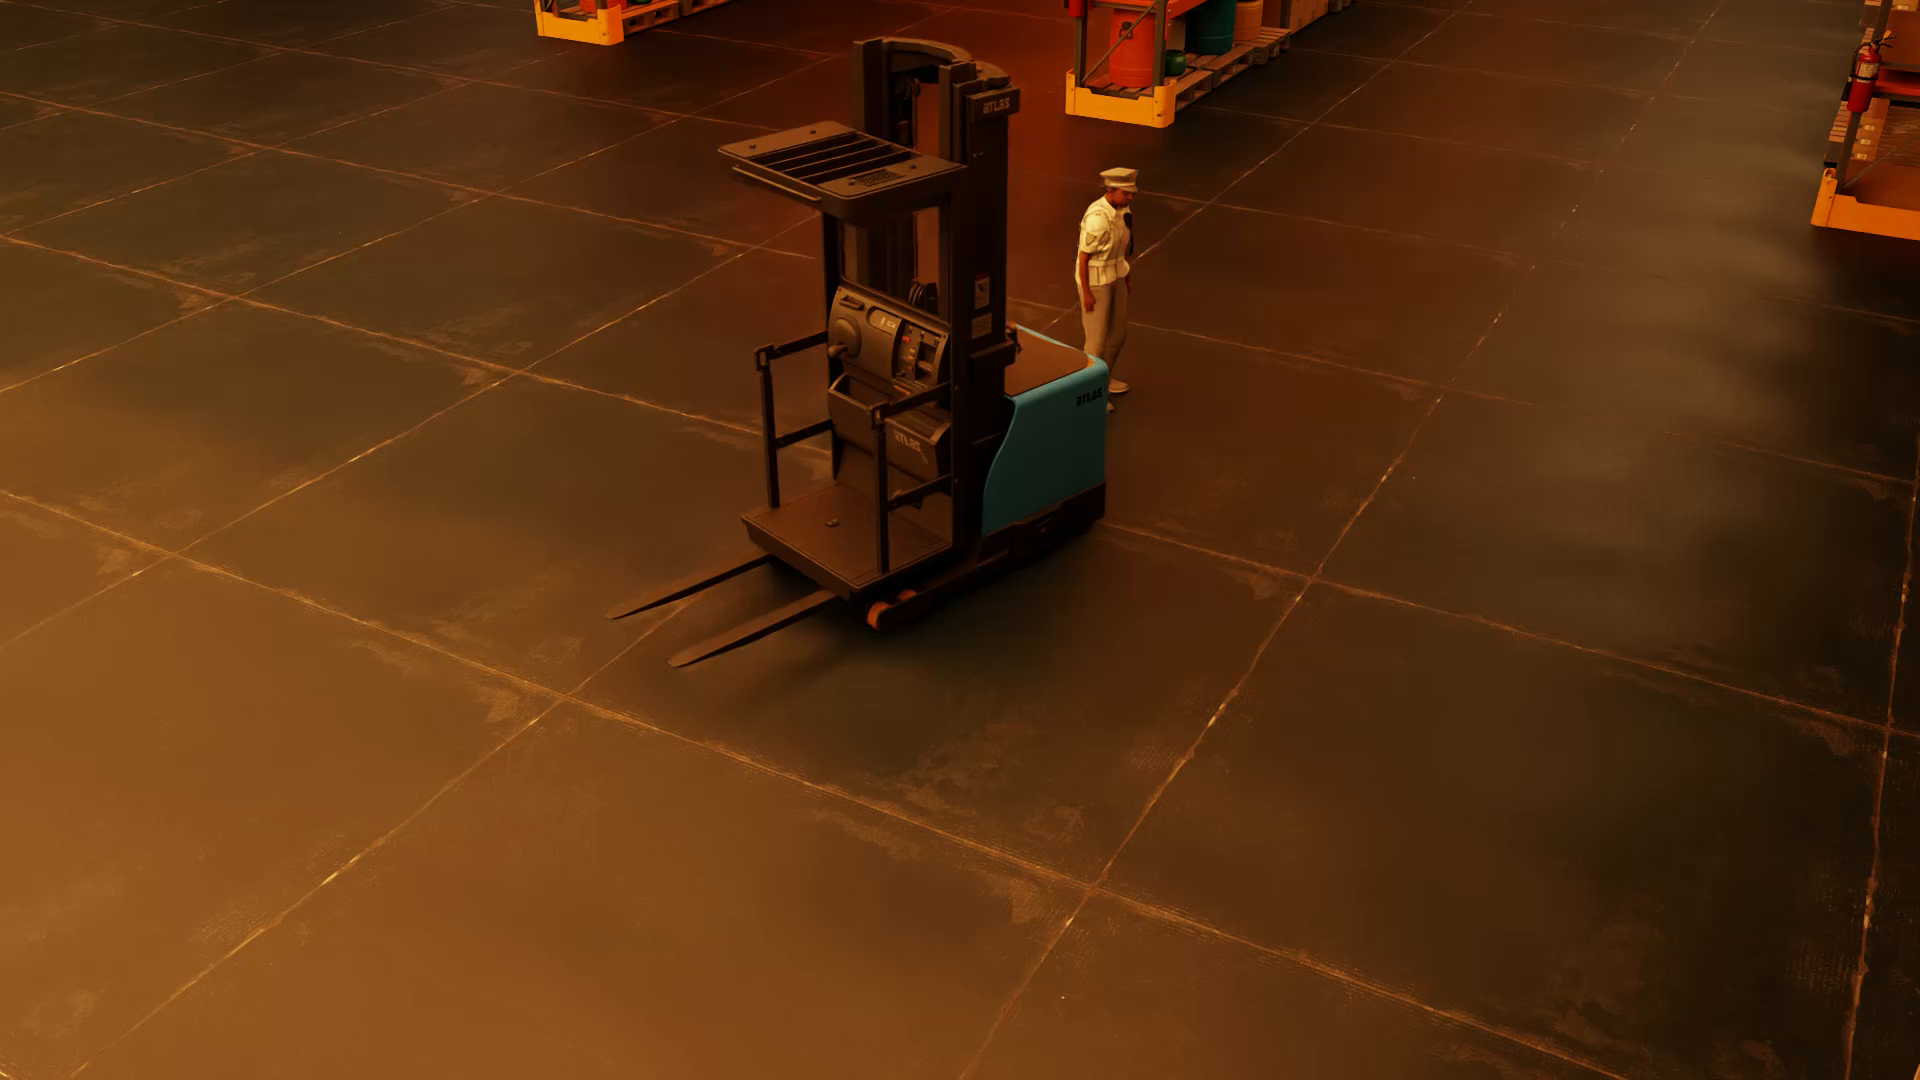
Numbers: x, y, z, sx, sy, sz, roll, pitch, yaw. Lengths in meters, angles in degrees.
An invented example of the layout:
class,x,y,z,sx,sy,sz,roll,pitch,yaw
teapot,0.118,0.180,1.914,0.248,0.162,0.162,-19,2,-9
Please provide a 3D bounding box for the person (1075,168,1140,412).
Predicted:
class,x,y,z,sx,sy,sz,roll,pitch,yaw
person,1.016,-1.738,11.368,0.418,1.653,0.509,23,37,35

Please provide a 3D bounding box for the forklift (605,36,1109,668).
class,x,y,z,sx,sy,sz,roll,pitch,yaw
forklift,-0.549,-1.059,8.906,3.031,2.935,1.130,-24,38,-35
